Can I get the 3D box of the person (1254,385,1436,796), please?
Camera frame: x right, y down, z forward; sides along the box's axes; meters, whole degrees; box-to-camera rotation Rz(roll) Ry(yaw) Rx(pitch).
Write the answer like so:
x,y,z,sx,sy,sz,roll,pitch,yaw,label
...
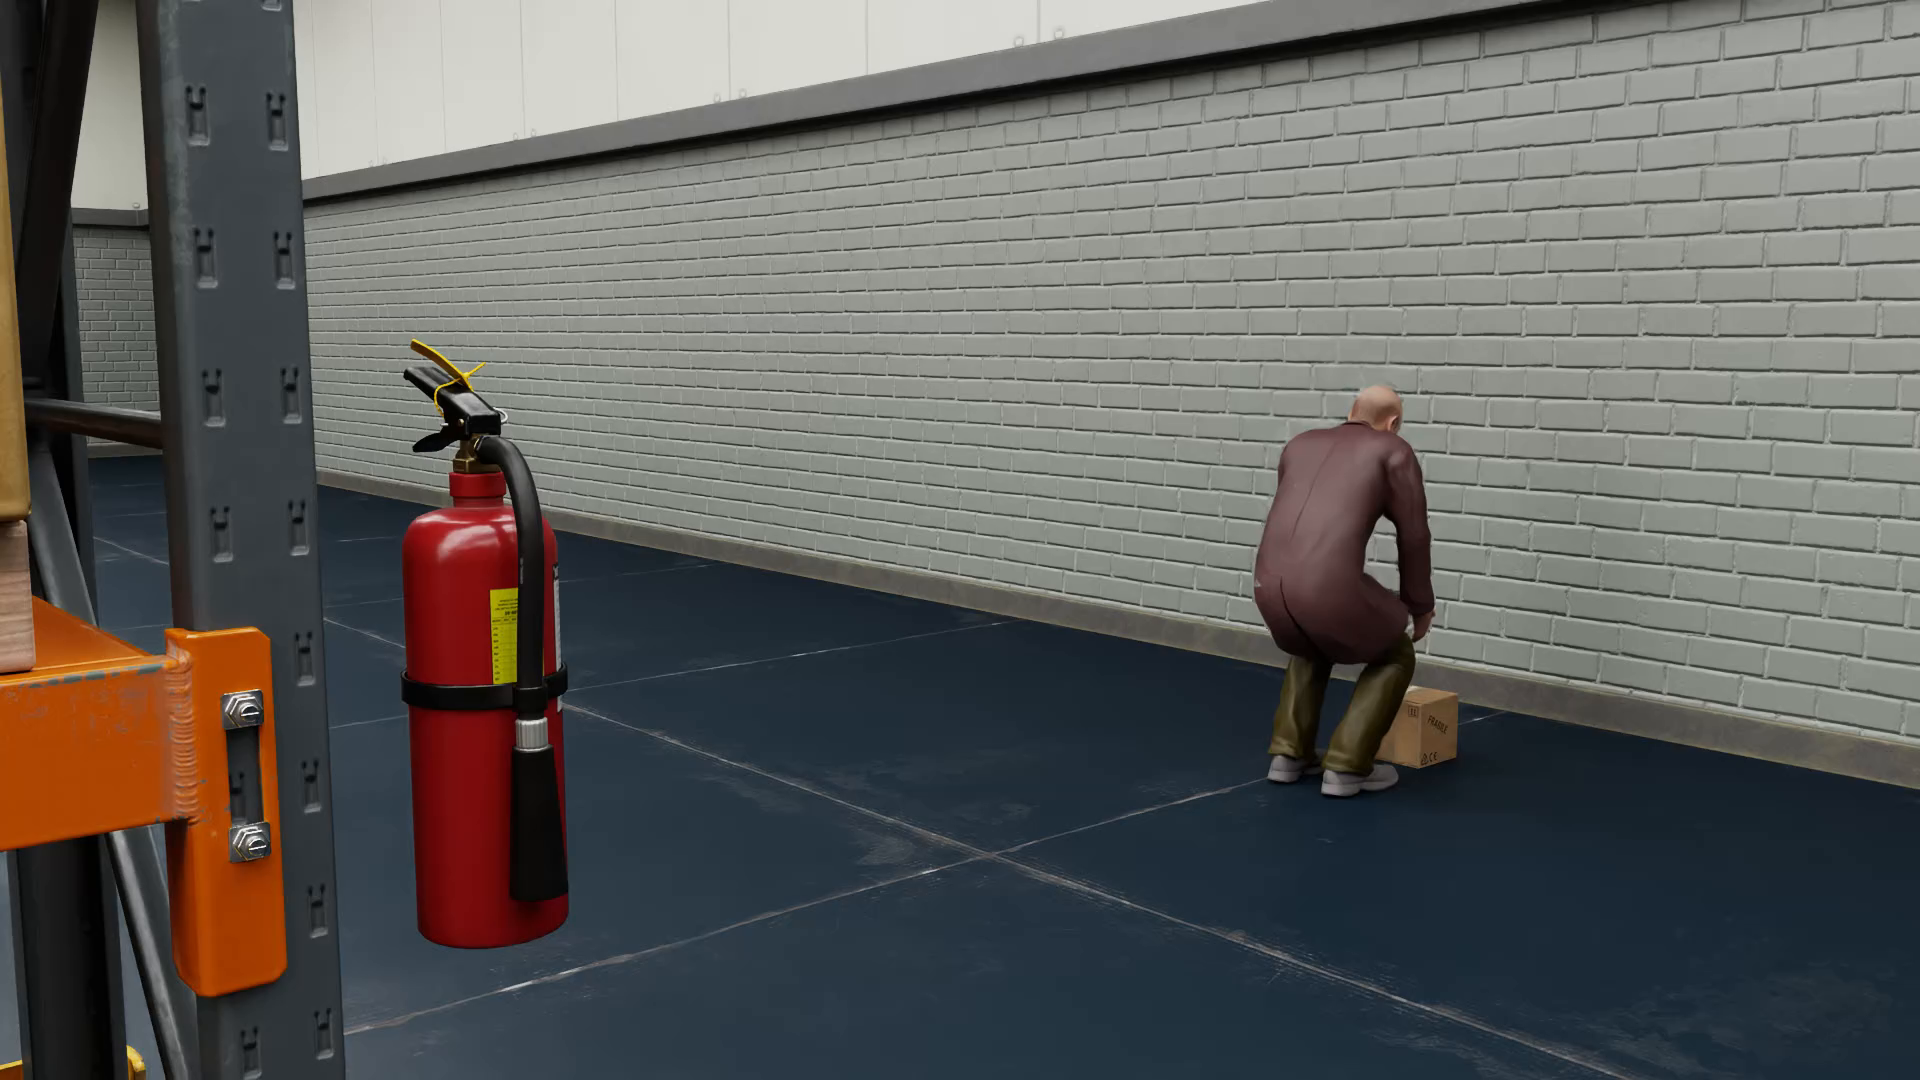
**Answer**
x,y,z,sx,sy,sz,roll,pitch,yaw,label
1.341,0.167,5.972,0.719,1.416,0.632,-6,10,-41,person
